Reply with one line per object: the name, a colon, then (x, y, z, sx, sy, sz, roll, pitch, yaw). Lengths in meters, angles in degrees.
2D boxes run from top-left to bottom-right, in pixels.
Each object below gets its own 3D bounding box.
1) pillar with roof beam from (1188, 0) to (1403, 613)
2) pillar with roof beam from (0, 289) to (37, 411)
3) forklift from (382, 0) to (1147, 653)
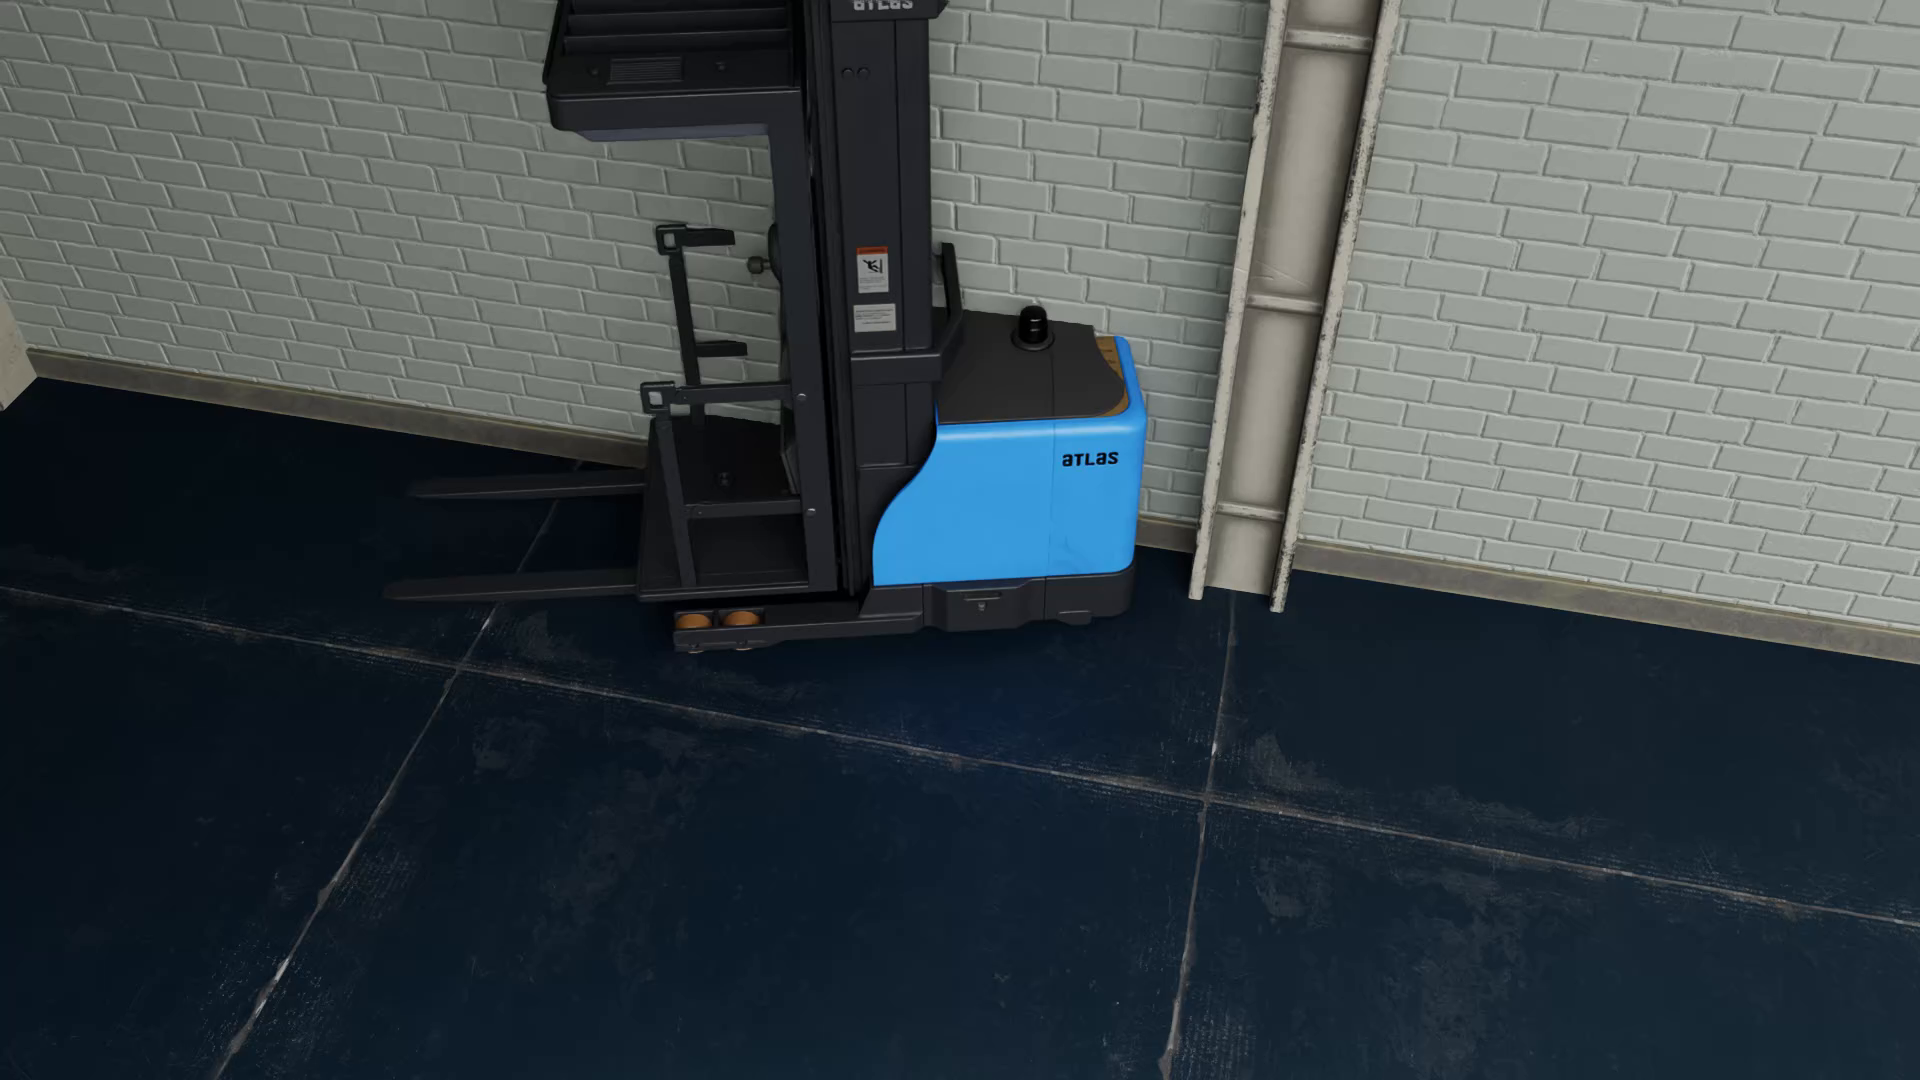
pillar with roof beam: (0.239, -0.161, 0.888, 0.400, 9.000, 9.100, 9, 45, 9)
pillar with roof beam: (-5.616, -1.069, 1.832, 0.400, 9.000, 9.100, 9, 45, 9)
forklift: (-0.832, -0.981, 6.116, 3.031, 2.935, 1.130, -3, 44, -3)
